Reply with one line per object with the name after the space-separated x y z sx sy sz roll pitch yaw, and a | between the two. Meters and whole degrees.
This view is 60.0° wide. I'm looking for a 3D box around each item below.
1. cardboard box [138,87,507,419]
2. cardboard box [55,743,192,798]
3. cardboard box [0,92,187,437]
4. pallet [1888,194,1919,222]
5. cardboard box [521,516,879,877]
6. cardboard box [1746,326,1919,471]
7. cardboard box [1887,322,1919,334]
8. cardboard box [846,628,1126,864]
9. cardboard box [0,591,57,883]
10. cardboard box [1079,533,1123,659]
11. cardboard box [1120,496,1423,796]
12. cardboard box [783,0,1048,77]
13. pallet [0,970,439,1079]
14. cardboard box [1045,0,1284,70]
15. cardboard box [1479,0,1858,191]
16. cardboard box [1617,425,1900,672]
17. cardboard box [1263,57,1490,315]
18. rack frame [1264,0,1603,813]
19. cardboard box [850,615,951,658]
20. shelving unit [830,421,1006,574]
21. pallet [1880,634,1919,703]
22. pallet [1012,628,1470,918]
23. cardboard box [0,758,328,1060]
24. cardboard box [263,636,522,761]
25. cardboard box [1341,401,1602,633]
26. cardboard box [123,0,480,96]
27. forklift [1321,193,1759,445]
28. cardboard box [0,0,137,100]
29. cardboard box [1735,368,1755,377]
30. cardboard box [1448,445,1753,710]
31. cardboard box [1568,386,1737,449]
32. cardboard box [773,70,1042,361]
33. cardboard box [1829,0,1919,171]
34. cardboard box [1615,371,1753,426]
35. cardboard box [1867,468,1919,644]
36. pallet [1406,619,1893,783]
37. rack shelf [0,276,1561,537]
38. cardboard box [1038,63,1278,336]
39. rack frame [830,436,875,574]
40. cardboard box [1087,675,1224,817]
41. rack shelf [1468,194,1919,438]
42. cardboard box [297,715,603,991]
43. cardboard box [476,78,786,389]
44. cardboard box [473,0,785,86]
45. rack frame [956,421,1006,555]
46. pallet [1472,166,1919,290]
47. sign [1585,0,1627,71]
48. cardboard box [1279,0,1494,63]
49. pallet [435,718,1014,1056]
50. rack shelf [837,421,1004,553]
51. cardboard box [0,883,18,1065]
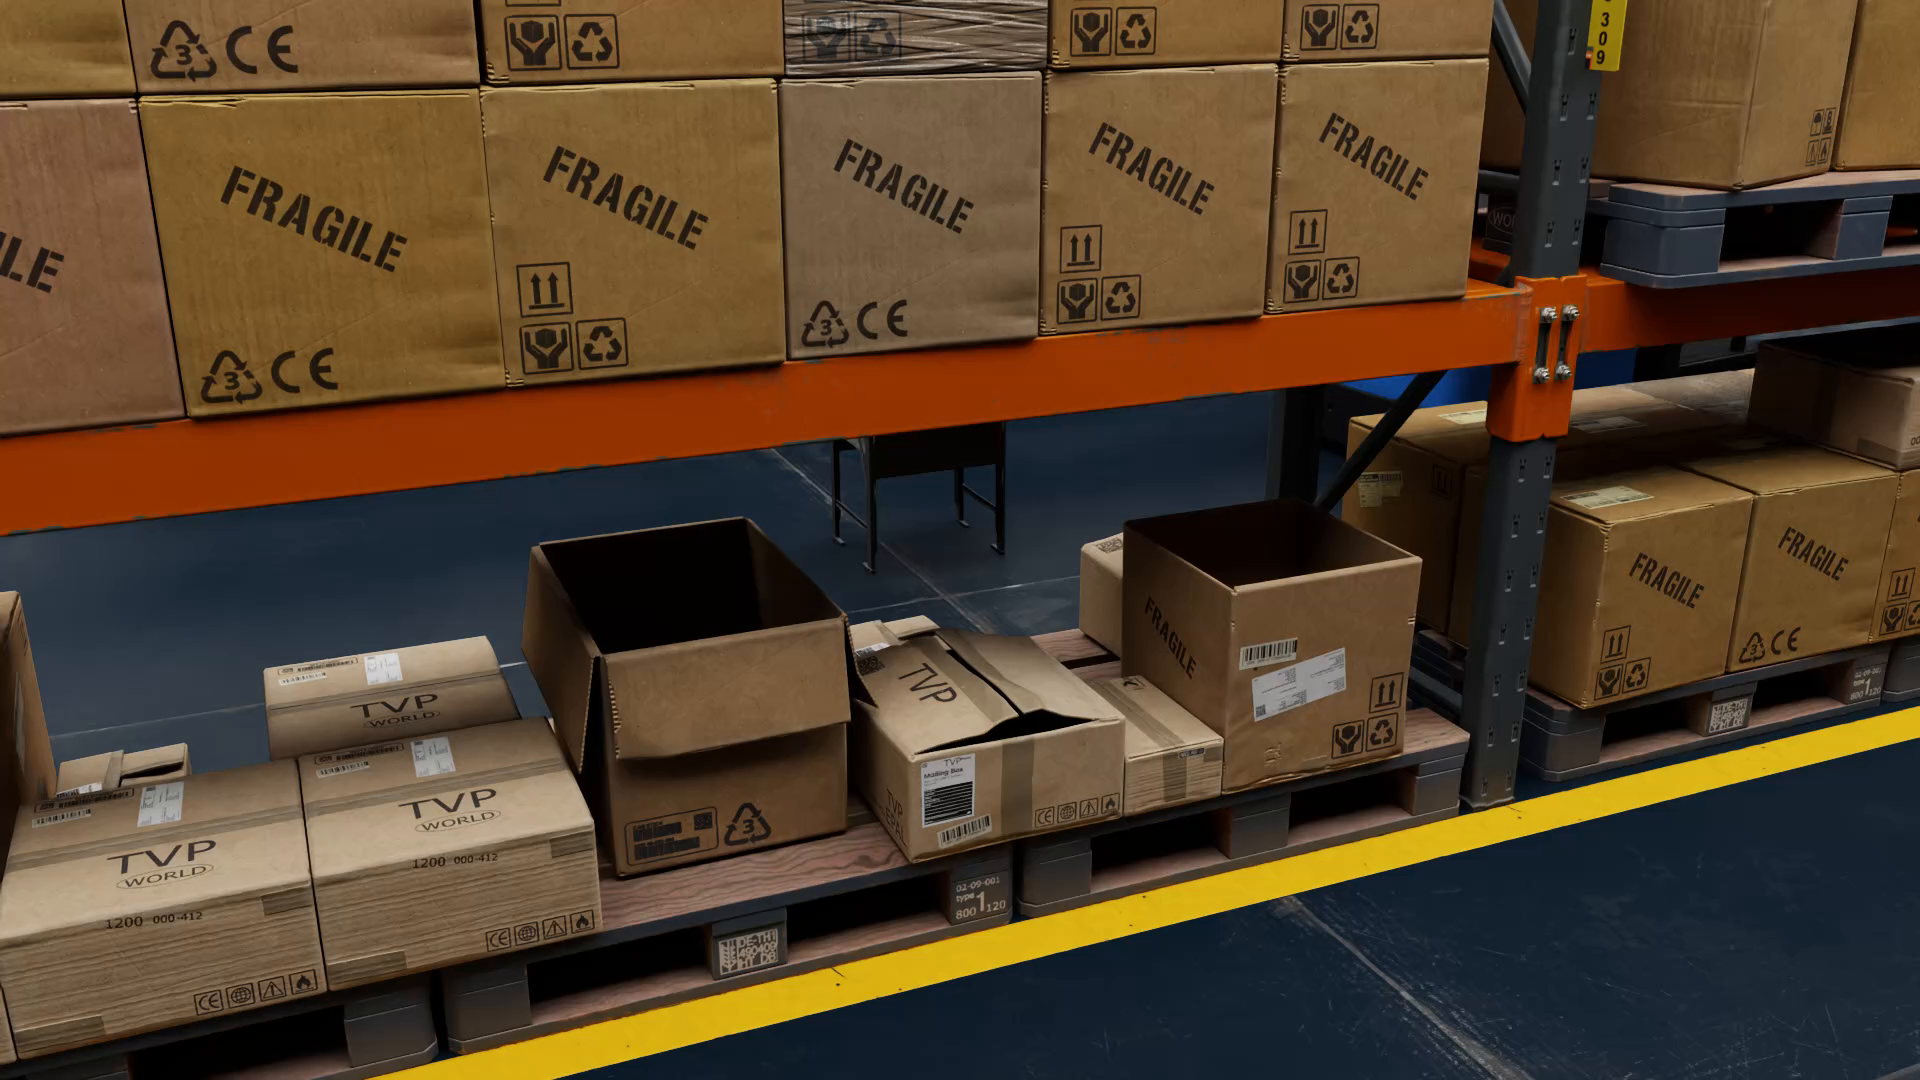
-1.099 -0.535 2.874 0.500 0.500 0.500 -8 21 -22 | cardboard box
-1.735 0.581 3.458 0.250 0.166 0.380 -8 21 -22 | cardboard box
-1.561 -0.470 2.689 0.500 0.500 0.500 -8 21 -22 | cardboard box
3.017 -1.080 4.861 1.213 0.211 1.003 -8 21 -22 | pallet
-0.595 0.317 3.701 0.637 0.503 0.797 -8 21 -22 | cardboard box
2.587 -0.404 4.626 0.500 0.250 0.500 -8 21 -22 | cardboard box
3.048 -0.471 4.814 0.500 0.250 0.500 -9 21 -23 | cardboard box
0.029 0.419 3.700 0.500 0.311 0.500 -8 21 -22 | cardboard box
-2.143 0.450 3.330 0.500 0.500 0.500 -8 21 -22 | cardboard box
0.657 0.149 4.469 0.500 0.311 0.500 -8 21 -22 | cardboard box
0.718 0.232 3.949 0.500 0.500 0.500 -8 21 -22 | cardboard box
-0.165 -1.140 3.088 0.500 0.500 0.500 -8 21 -21 | cardboard box
-1.743 0.825 3.361 1.213 0.211 1.003 -8 21 -22 | pallet
0.297 -1.206 3.276 0.500 0.500 0.500 -9 21 -23 | cardboard box
1.652 -1.141 3.962 0.500 0.500 0.700 -17 26 -40 | cardboard box
2.154 0.007 4.586 0.500 0.500 0.500 -8 21 -21 | cardboard box
0.771 -0.805 3.640 0.500 0.500 0.500 -8 21 -21 | cardboard box
1.128 -0.901 4.065 0.127 3.000 1.000 -8 21 -22 | rack frame
-0.133 0.334 4.162 0.250 0.166 0.380 -8 21 -22 | cardboard box
-0.152 -0.969 5.611 0.503 2.100 0.431 -8 21 -22 | shelving unit
2.982 0.134 5.325 1.213 0.211 1.003 -8 21 -22 | pallet
0.497 0.504 4.273 1.213 0.211 1.003 -8 21 -22 | pallet
-1.474 0.663 3.099 0.500 0.250 0.500 -8 21 -22 | cardboard box
-1.259 0.452 3.700 0.500 0.250 0.500 -8 21 -22 | cardboard box
1.468 -0.082 4.840 0.500 0.500 0.500 -8 21 -22 | cardboard box
-1.094 -1.007 2.710 0.500 0.500 0.500 -8 21 -21 | cardboard box
2.922 -1.964 7.185 3.031 2.935 1.130 -12 22 -30 | forklift
-1.556 -0.943 2.528 0.500 0.500 0.500 -8 21 -21 | cardboard box
2.852 -0.278 5.396 0.500 0.500 0.500 -9 21 -24 | cardboard box
1.669 0.081 4.377 0.500 0.500 0.500 -9 21 -24 | cardboard box
1.925 -0.145 5.018 0.500 0.500 0.500 -8 21 -22 | cardboard box
-0.173 -0.668 3.252 0.500 0.500 0.500 -8 21 -21 | cardboard box
2.258 -1.251 4.274 0.500 0.500 0.700 -5 20 -13 | cardboard box
2.386 -0.210 5.205 0.500 0.500 0.500 -8 21 -21 | cardboard box
2.616 -0.056 4.766 0.500 0.500 0.500 -8 21 -21 | cardboard box
1.860 0.295 4.865 1.213 0.211 1.003 -8 21 -22 | pallet
-0.708 -0.299 3.438 4.000 0.370 1.077 -8 21 -22 | rack shelf
0.298 -0.736 3.446 0.500 0.500 0.500 -8 21 -20 | cardboard box
-0.376 -0.937 5.520 0.015 2.100 0.400 -8 21 -22 | rack frame
0.397 0.465 3.815 0.250 0.149 0.380 -8 21 -22 | cardboard box
2.965 -0.825 4.932 4.000 0.370 1.077 -8 21 -22 | rack shelf
-1.015 0.598 3.286 0.500 0.250 0.500 -8 21 -22 | cardboard box
-0.639 -0.600 3.059 0.500 0.500 0.500 -8 21 -21 | cardboard box
-0.628 -1.074 2.901 0.500 0.500 0.500 -8 21 -22 | cardboard box
0.072 -1.001 5.703 0.015 2.100 0.400 -8 21 -22 | rack frame
1.905 -0.883 4.301 1.213 0.211 1.003 -8 21 -22 | pallet
1.350 -1.145 3.455 0.005 0.325 0.100 -8 21 -22 | sign
0.767 -1.275 3.470 0.500 0.500 0.500 -8 21 -22 | cardboard box
-0.624 0.666 3.813 1.213 0.211 1.003 -8 21 -22 | pallet
-0.152 -0.295 5.848 0.480 0.518 0.431 -8 21 -22 | rack shelf
-1.794 0.771 2.921 0.250 0.166 0.380 -8 21 -22 | cardboard box
